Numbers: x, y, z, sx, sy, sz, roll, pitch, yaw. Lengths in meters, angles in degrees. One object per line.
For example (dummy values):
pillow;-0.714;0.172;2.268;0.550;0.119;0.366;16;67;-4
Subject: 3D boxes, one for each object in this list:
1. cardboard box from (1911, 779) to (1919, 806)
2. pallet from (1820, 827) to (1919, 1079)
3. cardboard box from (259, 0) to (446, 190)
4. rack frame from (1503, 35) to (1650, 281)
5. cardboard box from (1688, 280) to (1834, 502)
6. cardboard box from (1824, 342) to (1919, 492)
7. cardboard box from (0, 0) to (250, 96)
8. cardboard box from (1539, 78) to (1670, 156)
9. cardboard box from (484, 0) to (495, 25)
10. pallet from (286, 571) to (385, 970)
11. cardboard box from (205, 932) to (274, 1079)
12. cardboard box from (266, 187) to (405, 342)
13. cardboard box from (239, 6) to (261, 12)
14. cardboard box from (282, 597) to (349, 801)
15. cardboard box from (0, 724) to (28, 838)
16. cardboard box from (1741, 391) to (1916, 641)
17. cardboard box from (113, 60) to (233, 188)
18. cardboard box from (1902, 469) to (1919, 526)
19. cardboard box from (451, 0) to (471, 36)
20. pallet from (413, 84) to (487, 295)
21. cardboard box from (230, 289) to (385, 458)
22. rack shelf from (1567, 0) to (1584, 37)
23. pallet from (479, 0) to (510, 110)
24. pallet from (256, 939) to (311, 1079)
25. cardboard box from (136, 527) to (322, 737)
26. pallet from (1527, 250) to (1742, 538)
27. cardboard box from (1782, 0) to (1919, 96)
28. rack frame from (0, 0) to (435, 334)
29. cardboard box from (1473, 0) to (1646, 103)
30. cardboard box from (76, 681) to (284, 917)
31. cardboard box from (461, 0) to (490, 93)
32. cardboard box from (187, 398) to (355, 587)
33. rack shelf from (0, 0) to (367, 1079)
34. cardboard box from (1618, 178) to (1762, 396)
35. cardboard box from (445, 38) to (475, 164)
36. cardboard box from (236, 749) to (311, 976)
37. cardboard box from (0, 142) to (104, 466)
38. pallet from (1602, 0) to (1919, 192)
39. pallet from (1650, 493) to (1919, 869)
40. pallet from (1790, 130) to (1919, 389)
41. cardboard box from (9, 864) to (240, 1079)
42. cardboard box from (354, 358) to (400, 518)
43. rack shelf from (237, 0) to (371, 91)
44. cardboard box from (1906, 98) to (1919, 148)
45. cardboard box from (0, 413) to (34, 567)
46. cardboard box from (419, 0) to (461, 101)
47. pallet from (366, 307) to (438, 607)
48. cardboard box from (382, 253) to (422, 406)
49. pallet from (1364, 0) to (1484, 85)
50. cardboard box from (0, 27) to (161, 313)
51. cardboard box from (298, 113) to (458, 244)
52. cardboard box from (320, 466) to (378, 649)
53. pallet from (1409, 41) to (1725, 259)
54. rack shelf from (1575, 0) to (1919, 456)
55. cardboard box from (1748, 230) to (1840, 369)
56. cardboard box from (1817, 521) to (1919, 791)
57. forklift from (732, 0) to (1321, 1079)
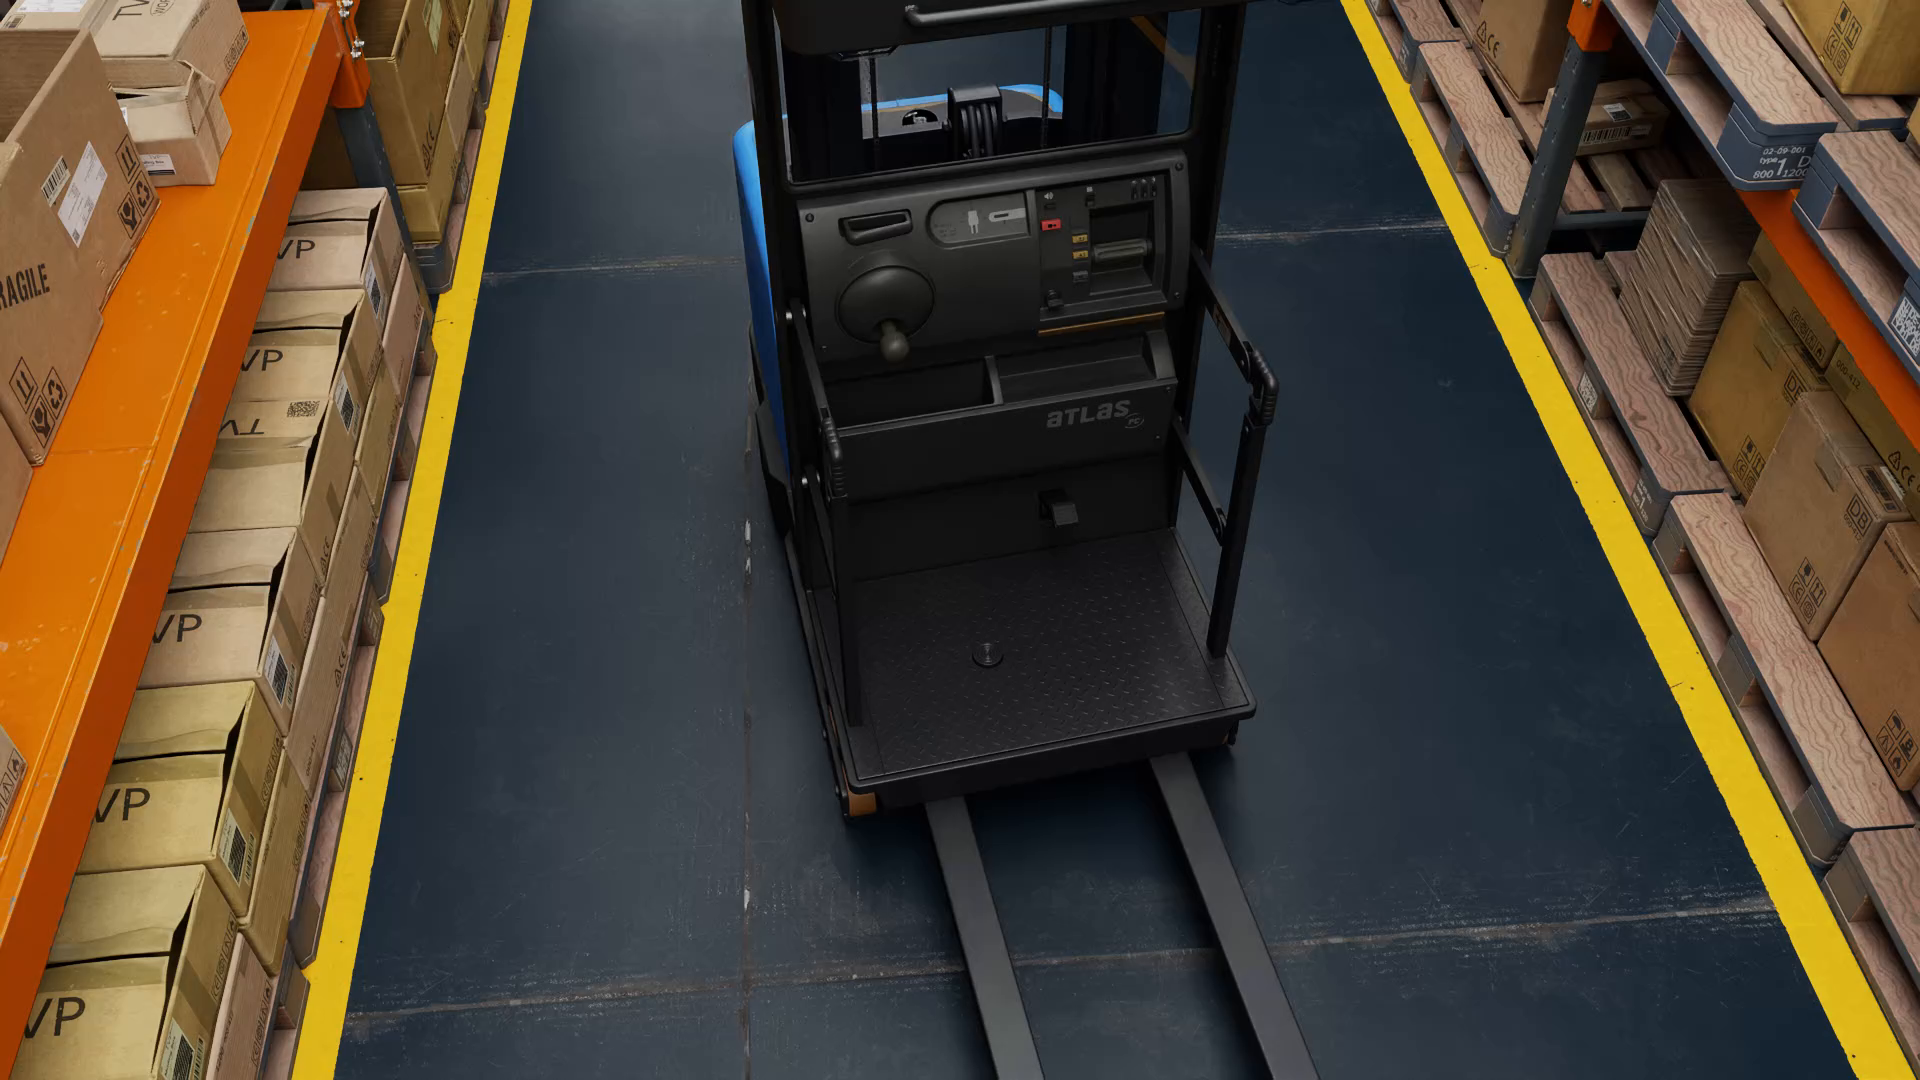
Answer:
cardboard box;2.839;0.639;3.997;0.700;0.500;0.500;-4;47;-3
pallet;2.815;1.222;3.947;1.003;0.211;1.213;-3;47;-3
cardboard box;-2.119;-1.573;5.762;0.500;0.500;0.500;-3;47;-3
rack frame;2.544;-2.065;5.140;1.000;3.000;0.127;-3;47;-3
cardboard box;2.716;-0.455;5.033;0.700;0.500;0.500;-4;47;-4
cardboard box;2.710;-0.389;4.454;0.500;0.250;0.500;-5;47;-4
cardboard box;-2.307;-1.356;4.572;0.500;0.250;0.500;-1;47;-1
cardboard box;2.469;-1.628;6.374;0.380;0.166;0.250;-9;47;-8
cardboard box;-2.250;-2.400;7.062;0.500;0.250;0.500;-3;47;-3
pallet;-2.186;0.613;4.524;1.003;0.211;1.213;-3;47;-3
cardboard box;-1.851;1.173;3.678;0.500;0.250;0.500;-5;47;-4
cardboard box;-2.072;-0.878;5.234;0.500;0.311;0.500;-3;47;-3
cardboard box;-2.679;-1.903;6.074;0.500;0.500;0.500;-3;47;-3
cardboard box;-1.943;0.426;4.385;0.500;0.250;0.500;-3;47;-2
cardboard box;-1.939;0.504;2.768;0.500;0.311;0.500;-4;47;-4
cardboard box;2.718;-0.083;4.681;0.700;0.500;0.500;-3;47;-3
cardboard box;-2.135;-1.090;4.309;0.396;0.266;0.258;-5;47;-4
cardboard box;2.733;-0.027;4.111;0.500;0.250;0.500;-4;47;-3
cardboard box;-2.203;-2.296;6.447;0.500;0.500;0.500;-3;47;-3
pallet;-2.417;-1.381;6.412;1.003;0.211;1.213;-3;47;-3
cardboard box;-2.022;-0.502;4.877;0.500;0.311;0.500;-2;47;-2
rack shelf;2.377;-3.265;6.772;1.077;0.370;4.000;-3;47;-3
pallet;-2.522;-2.265;7.250;1.003;0.211;1.213;-3;47;-3
pallet;-2.087;1.493;3.690;1.003;0.211;1.213;-3;47;-3
cardboard box;-1.945;0.223;4.191;0.500;0.311;0.500;-4;47;-4
pallet;2.611;-0.543;5.619;1.003;0.211;1.213;-3;47;-3
cardboard box;2.592;-1.476;4.210;0.700;0.500;0.500;1;47;1
rack frame;-2.392;-1.762;4.852;1.000;3.000;0.127;-3;47;-3
cardboard box;2.417;-2.106;6.597;0.500;0.500;0.500;-7;47;-6
cardboard box;-1.901;0.595;3.839;0.500;0.311;0.500;-5;47;-4
cardboard box;-2.202;-2.039;6.719;0.500;0.250;0.500;-3;47;-3
cardboard box;-1.983;-0.140;4.535;0.500;0.311;0.500;-4;47;-3
rack shelf;-2.224;-0.067;3.743;1.077;0.370;4.000;-3;47;-3
cardboard box;2.622;-0.826;5.385;0.700;0.500;0.500;-2;47;-2
cardboard box;-2.165;-1.676;6.376;0.500;0.250;0.500;-3;47;-3
cardboard box;-1.901;0.797;4.033;0.500;0.250;0.500;-5;47;-4
cardboard box;-2.258;-0.496;3.585;0.500;0.500;0.500;-3;47;-3
pallet;2.463;-1.438;4.678;1.003;0.211;1.213;-3;47;-3
pallet;2.716;0.341;4.781;1.003;0.211;1.213;-3;47;-3
pallet;2.672;-0.535;3.823;1.003;0.211;1.213;-3;47;-3
cardboard box;-1.861;0.964;3.489;0.500;0.311;0.500;-5;47;-4
cardboard box;-2.028;-0.312;5.084;0.500;0.250;0.500;-4;47;-4
rack shelf;-2.559;-2.961;6.484;1.077;0.370;4.000;-3;47;-3
cardboard box;2.679;-1.001;3.761;0.700;0.500;0.500;2;47;2
cardboard box;-2.214;-0.115;3.224;0.500;0.500;0.500;-6;47;-5
cardboard box;-2.168;-1.934;6.104;0.500;0.500;0.500;-3;47;-3
pallet;-2.291;-0.272;5.362;1.003;0.211;1.213;-3;47;-3
cardboard box;-2.068;-0.678;5.431;0.500;0.250;0.500;-4;47;-4
pallet;2.347;-2.475;7.449;1.003;0.211;1.213;-3;47;-3
cardboard box;-2.300;-0.858;3.928;0.500;0.500;0.500;0;47;0
cardboard box;-2.129;-1.314;6.033;0.500;0.250;0.500;-3;47;-3
cardboard box;-1.984;0.058;4.734;0.500;0.250;0.500;-3;47;-2
pallet;2.453;-1.590;6.611;1.003;0.211;1.213;-3;47;-3
rack shelf;2.712;-0.371;4.031;1.077;0.370;4.000;-3;47;-3
cardboard box;2.663;-0.765;4.811;0.500;0.250;0.500;-4;47;-4
cardboard box;2.770;0.282;4.336;0.700;0.500;0.500;-4;47;-4
forklift;0.144;-0.567;3.768;1.130;2.935;3.031;-10;47;-9
